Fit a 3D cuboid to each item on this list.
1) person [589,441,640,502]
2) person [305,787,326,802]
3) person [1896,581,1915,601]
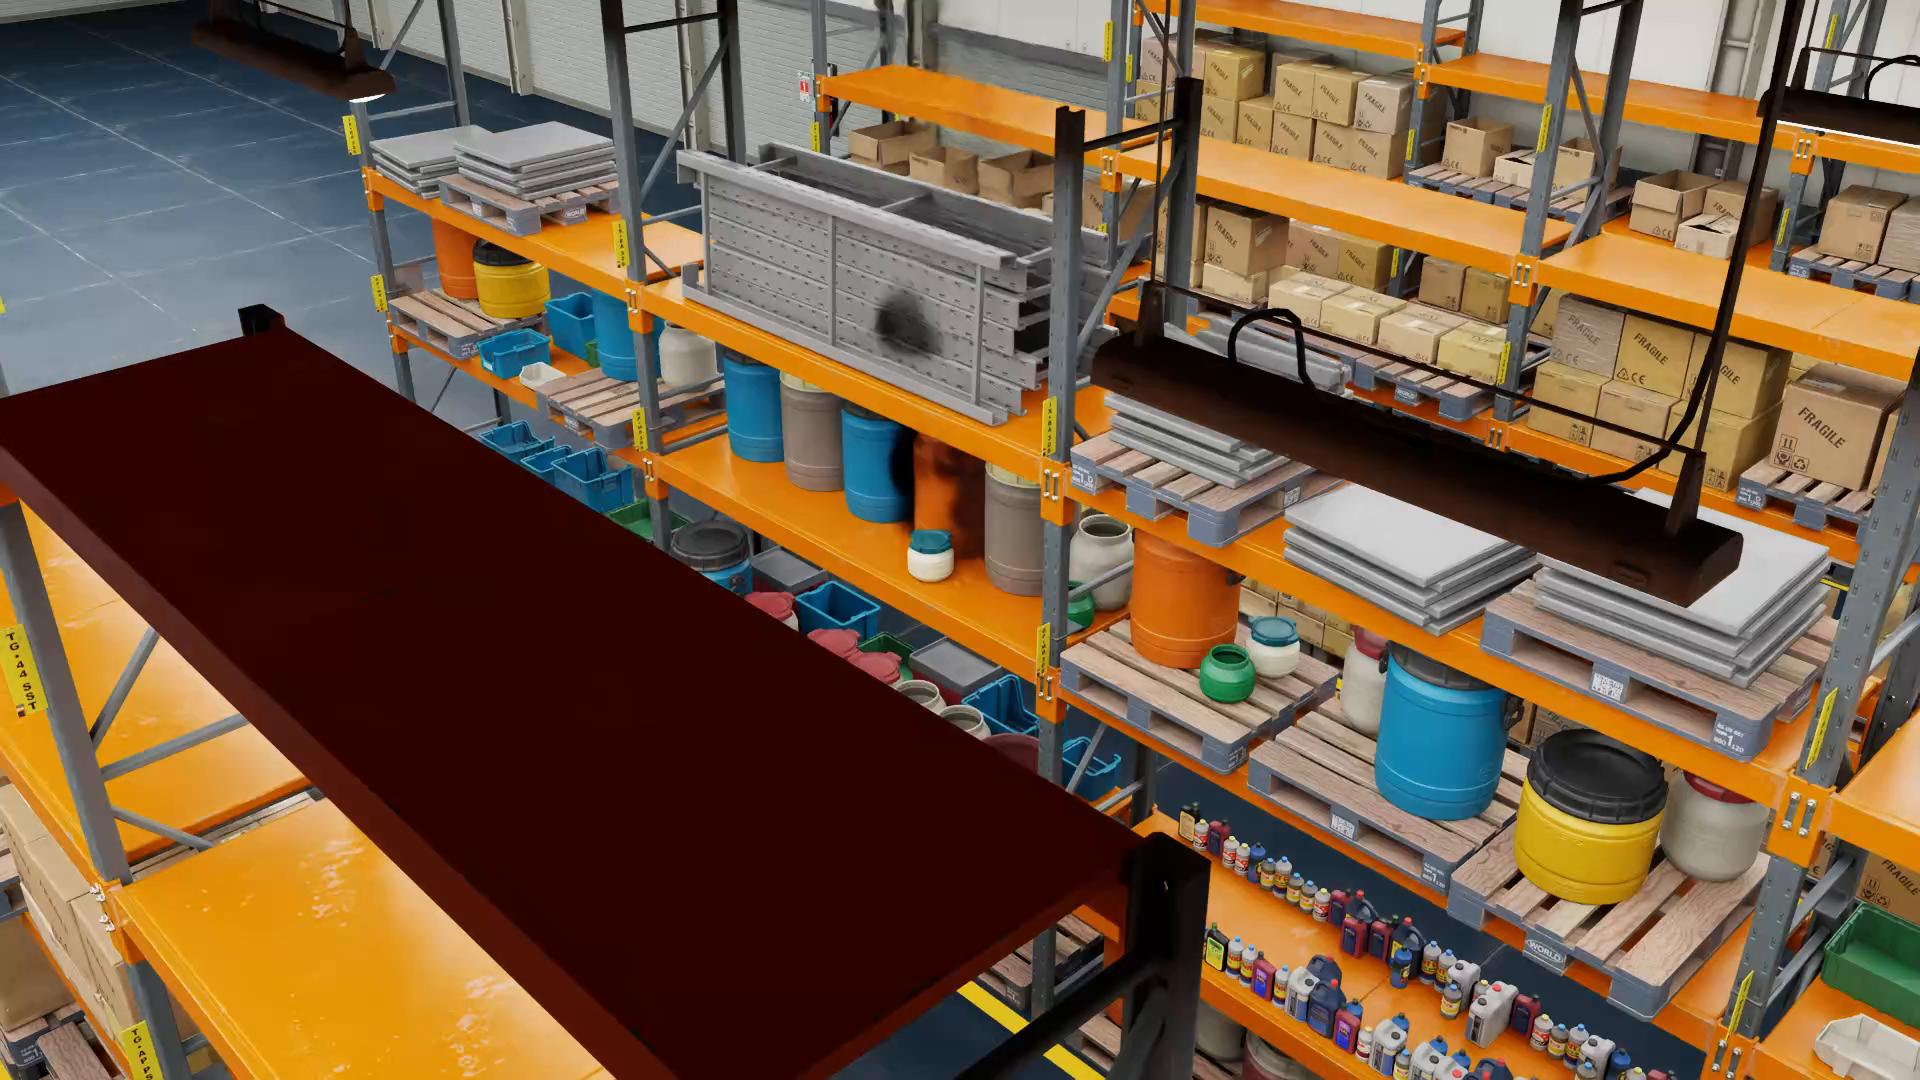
[{"bbox_3d":[-3.314,-0.747,16.455,0.910,1.764,0.659,19,34,31],"label":"person"},{"bbox_3d":[-4.480,1.725,11.908,1.125,1.670,0.536,23,36,36],"label":"person"},{"bbox_3d":[7.556,0.844,13.579,0.604,1.648,0.802,-24,36,-37],"label":"person"}]
